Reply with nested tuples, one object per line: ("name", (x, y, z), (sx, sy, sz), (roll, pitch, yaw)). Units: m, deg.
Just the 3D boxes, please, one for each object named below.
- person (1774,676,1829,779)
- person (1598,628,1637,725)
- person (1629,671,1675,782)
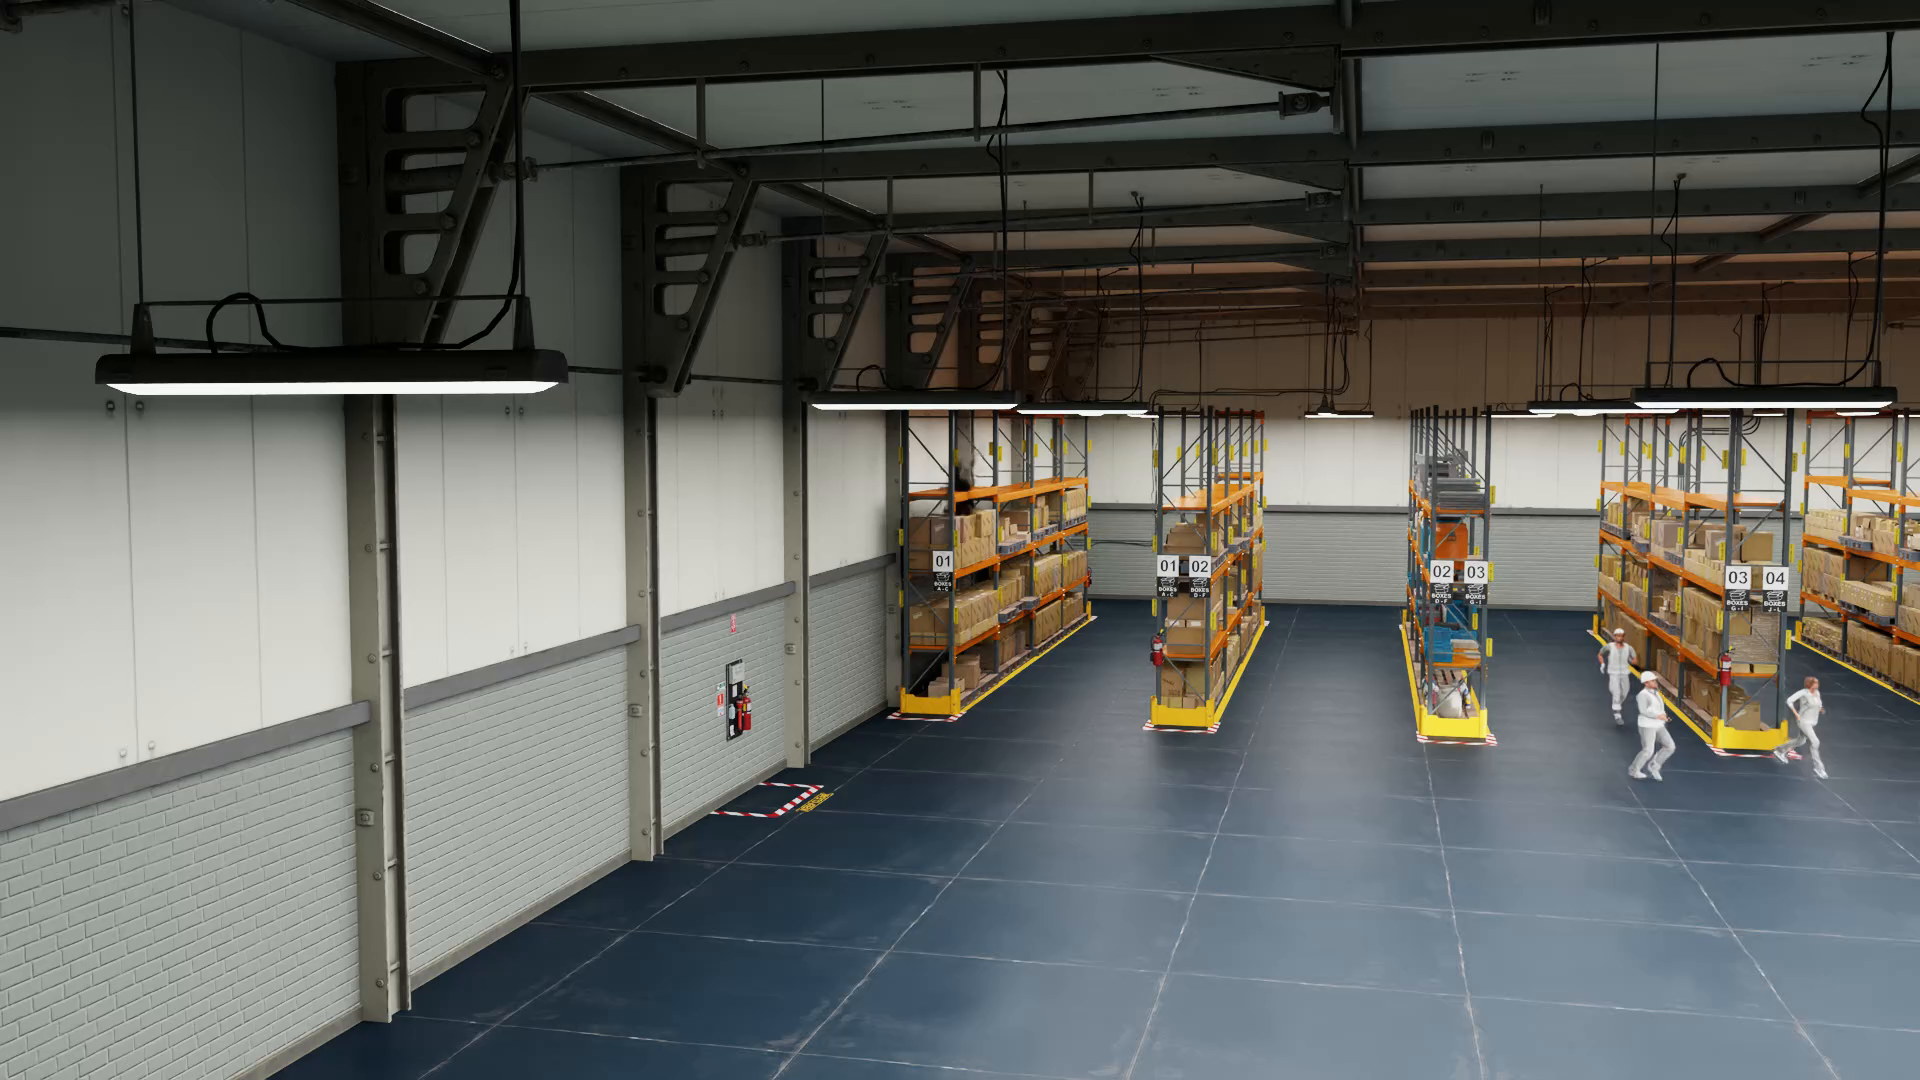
("person", (13.698, 3.006, 27.010), (0.494, 1.633, 0.951), (-3, 5, -37))
("person", (12.452, 2.551, 31.445), (0.661, 1.765, 1.002), (0, 4, 6))
("person", (11.004, 2.962, 26.429), (0.667, 1.764, 0.686), (-3, 5, -40))
